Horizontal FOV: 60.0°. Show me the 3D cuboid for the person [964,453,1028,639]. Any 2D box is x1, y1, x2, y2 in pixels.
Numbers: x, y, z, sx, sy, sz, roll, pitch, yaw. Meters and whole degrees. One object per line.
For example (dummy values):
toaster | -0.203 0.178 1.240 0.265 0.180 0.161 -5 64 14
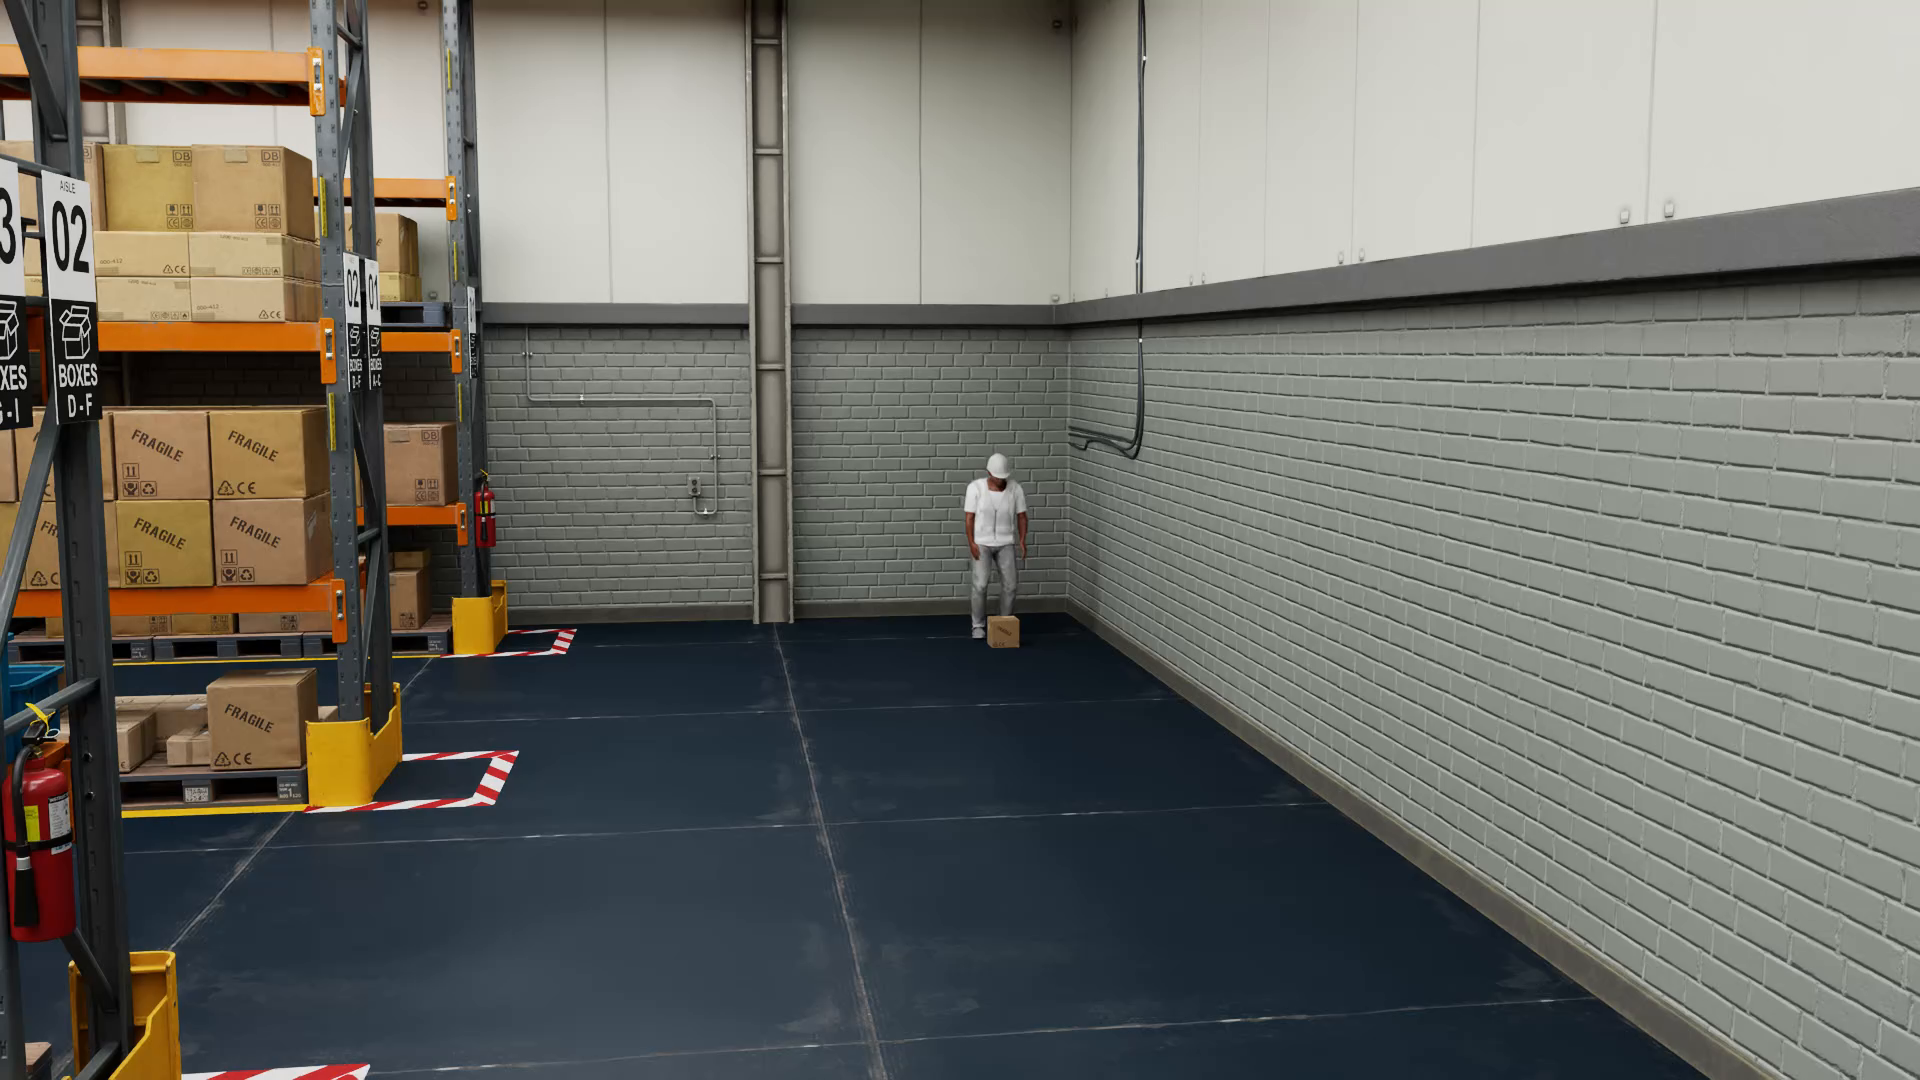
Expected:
person | 0.338 0.052 15.377 0.591 1.717 0.453 -1 6 -7
